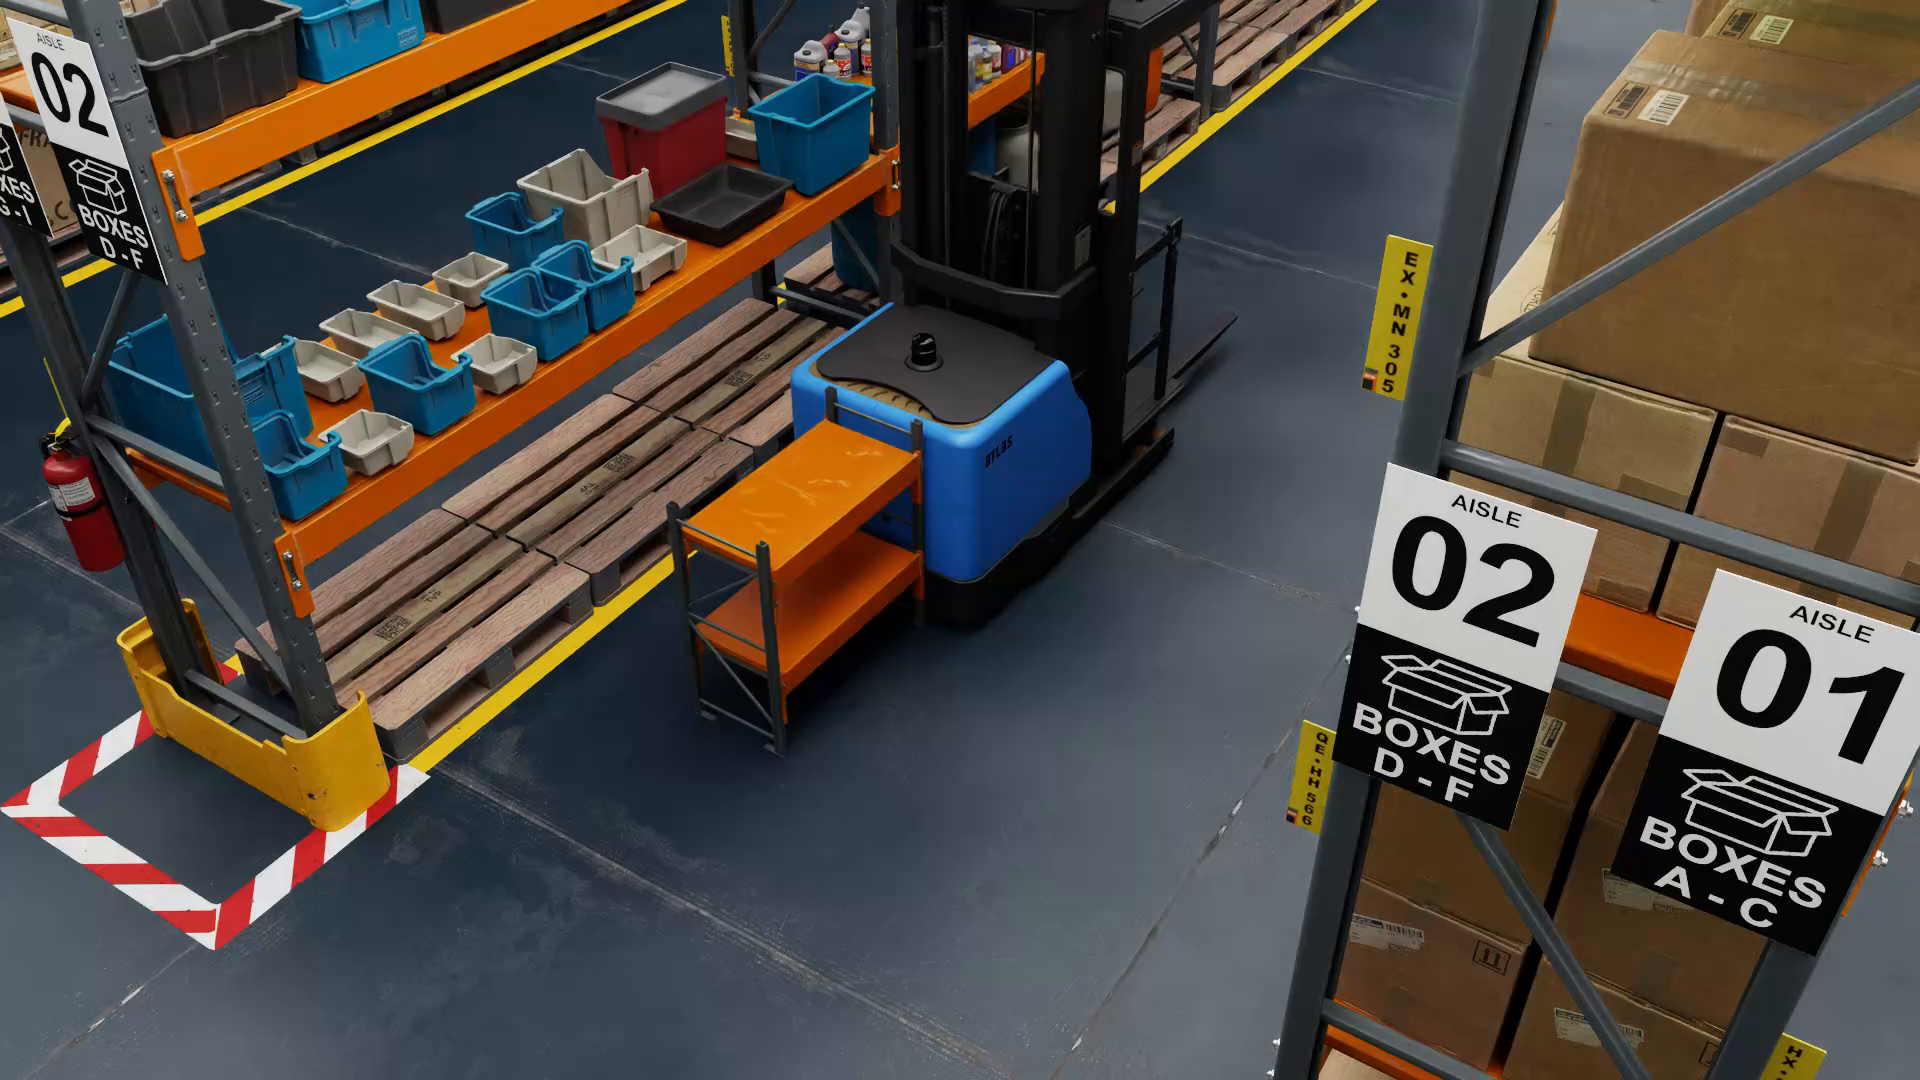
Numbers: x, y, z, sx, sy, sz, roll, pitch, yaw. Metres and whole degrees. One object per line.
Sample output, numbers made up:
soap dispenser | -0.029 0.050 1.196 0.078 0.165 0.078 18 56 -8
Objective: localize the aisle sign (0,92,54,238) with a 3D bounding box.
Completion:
aisle sign | -3.195 -1.385 5.400 0.394 0.787 0.004 21 42 25

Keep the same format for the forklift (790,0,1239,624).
forklift | 0.468 -1.641 7.917 1.130 2.935 3.031 23 43 26

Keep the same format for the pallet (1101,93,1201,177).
pallet | 0.990 -2.897 11.774 1.003 0.211 1.213 21 42 25

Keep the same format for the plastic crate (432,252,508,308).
plastic crate | -2.186 -1.151 7.392 0.298 0.136 0.250 21 42 25

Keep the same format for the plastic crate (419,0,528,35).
plastic crate | -1.858 -2.158 6.126 0.504 0.338 0.767 21 42 25

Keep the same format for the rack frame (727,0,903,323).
rack frame | -0.766 -2.359 8.793 1.000 3.000 0.127 21 42 25

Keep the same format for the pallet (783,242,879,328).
pallet | -0.317 -1.639 10.142 1.003 0.211 1.213 21 42 25

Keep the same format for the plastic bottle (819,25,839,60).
plastic bottle | -0.742 -2.756 9.403 0.061 0.283 0.133 21 42 25

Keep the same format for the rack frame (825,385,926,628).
rack frame | -0.370 -0.133 7.440 0.500 1.125 0.032 23 43 26

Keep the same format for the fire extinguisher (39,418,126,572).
fire extinguisher | -3.373 -0.189 6.347 0.296 0.674 0.183 21 42 25

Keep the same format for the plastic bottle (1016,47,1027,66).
plastic bottle | 0.300 -2.901 9.598 0.152 0.276 0.135 21 42 25

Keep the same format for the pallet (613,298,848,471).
pallet | -1.127 -0.863 9.136 1.003 0.211 1.213 21 42 25

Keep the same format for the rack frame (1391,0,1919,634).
rack frame | 1.272 -1.051 2.182 1.000 3.000 0.127 21 42 25

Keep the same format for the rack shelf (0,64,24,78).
rack shelf | -6.019 -2.663 9.776 1.077 0.370 4.000 21 42 25

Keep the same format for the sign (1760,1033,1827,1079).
sign | 1.730 1.160 3.519 0.100 0.325 0.005 21 42 25

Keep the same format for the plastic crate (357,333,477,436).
plastic crate | -2.146 -0.613 6.616 0.416 0.233 0.300 21 42 25

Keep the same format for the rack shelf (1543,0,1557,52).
rack shelf | 2.343 -1.795 3.740 1.077 0.370 4.000 21 42 25

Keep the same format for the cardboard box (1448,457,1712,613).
cardboard box | 1.324 -0.154 3.599 0.500 0.250 0.500 21 42 25

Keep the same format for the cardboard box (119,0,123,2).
cardboard box | -5.238 -3.456 10.095 0.500 0.250 0.500 22 43 26

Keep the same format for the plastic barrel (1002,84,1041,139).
plastic barrel | 0.524 -2.792 10.986 0.600 0.588 0.708 21 42 25

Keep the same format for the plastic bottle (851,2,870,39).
plastic bottle | -0.550 -2.920 9.561 0.144 0.351 0.185 21 42 25

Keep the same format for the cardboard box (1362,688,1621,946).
cardboard box | 1.278 0.570 4.092 0.500 0.500 0.500 21 42 25

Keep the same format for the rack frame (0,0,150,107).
rack frame | -2.909 -2.673 4.286 1.000 3.000 0.127 21 42 25

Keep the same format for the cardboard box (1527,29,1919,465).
cardboard box | 1.533 -0.568 3.112 0.700 0.500 0.500 21 42 25

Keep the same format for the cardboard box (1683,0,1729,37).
cardboard box | 2.050 -1.091 3.791 0.700 0.500 0.500 21 42 25

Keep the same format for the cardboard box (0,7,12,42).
cardboard box | -5.786 -2.933 9.417 0.500 0.250 0.500 20 42 24

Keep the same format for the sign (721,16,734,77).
sign | -1.229 -2.649 8.943 0.100 0.325 0.005 21 42 25

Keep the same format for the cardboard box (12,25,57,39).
cardboard box | -5.523 -2.953 9.768 0.380 0.149 0.250 20 42 24

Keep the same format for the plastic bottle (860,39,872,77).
plastic bottle | -0.517 -2.746 9.458 0.097 0.201 0.097 0 38 0

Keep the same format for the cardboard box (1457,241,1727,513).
cardboard box | 1.332 -0.349 3.443 0.500 0.250 0.500 21 42 25

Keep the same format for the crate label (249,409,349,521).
crate label | -2.499 -0.274 6.176 0.416 0.233 0.303 21 42 25

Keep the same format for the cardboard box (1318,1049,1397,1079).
cardboard box | 1.355 1.780 5.110 0.500 0.500 0.500 21 42 25

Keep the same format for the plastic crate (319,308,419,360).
plastic crate | -2.457 -0.840 6.990 0.396 0.136 0.243 21 42 25

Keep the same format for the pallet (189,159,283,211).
pallet | -5.421 -2.508 11.270 1.003 0.211 1.213 21 42 25

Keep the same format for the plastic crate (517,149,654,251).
plastic crate | -1.739 -1.609 7.868 0.437 0.282 0.530 21 42 25

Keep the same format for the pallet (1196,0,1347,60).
pallet | 2.479 -4.330 13.633 1.003 0.211 1.213 21 42 25

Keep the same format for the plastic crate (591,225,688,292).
plastic crate | -1.445 -1.282 7.563 0.293 0.136 0.466 21 42 25

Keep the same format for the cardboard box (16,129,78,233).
cardboard box | -5.851 -2.526 10.405 0.875 0.875 0.875 21 42 25

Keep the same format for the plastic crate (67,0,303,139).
plastic crate | -2.467 -1.540 5.381 0.497 0.269 0.590 21 42 25

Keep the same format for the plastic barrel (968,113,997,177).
plastic barrel | -0.081 -2.334 10.135 0.600 0.901 0.708 21 42 25

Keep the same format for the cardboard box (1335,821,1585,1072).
cardboard box | 1.282 0.966 4.398 0.500 0.500 0.500 23 43 26

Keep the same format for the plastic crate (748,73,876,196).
plastic crate | -0.728 -2.024 8.322 0.392 0.384 0.575 21 42 25

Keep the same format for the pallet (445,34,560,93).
pallet | -3.945 -3.929 13.113 1.003 0.211 1.213 21 42 25

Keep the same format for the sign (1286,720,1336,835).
sign | 0.814 0.550 3.812 0.100 0.325 0.005 21 42 25

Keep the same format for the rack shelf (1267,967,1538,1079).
rack shelf | 2.343 0.579 5.571 1.077 0.370 4.000 21 42 25

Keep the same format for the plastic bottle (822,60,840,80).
plastic bottle | -0.712 -2.558 9.214 0.097 0.201 0.097 0 38 0

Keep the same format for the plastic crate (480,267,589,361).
plastic crate | -1.793 -0.953 7.056 0.416 0.233 0.300 21 42 25

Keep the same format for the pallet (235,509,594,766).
pallet | -2.434 0.395 7.504 1.003 0.211 1.213 21 42 25

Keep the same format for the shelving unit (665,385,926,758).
shelving unit | -0.657 0.124 7.108 0.538 1.125 1.048 23 43 26

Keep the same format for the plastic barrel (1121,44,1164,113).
plastic barrel | 1.130 -3.470 11.668 0.600 0.830 0.708 21 42 25

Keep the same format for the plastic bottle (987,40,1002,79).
plastic bottle | 0.189 -2.734 9.442 0.097 0.201 0.097 0 38 0

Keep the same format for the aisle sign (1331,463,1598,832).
aisle sign | 0.976 0.231 3.304 0.394 0.787 0.004 21 42 25

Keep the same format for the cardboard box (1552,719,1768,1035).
cardboard box | 1.732 0.747 3.863 0.500 0.500 0.500 23 43 26

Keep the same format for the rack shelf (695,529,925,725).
rack shelf | -0.657 0.317 7.257 0.538 0.278 1.000 23 43 26

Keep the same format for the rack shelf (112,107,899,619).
rack shelf | -1.837 -1.043 7.675 1.077 0.370 4.000 21 42 25

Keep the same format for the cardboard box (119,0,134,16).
cardboard box | -5.248 -3.218 10.112 0.380 0.149 0.250 22 43 26

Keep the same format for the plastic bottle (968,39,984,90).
plastic bottle | 0.085 -2.661 9.290 0.097 0.271 0.097 0 38 0
